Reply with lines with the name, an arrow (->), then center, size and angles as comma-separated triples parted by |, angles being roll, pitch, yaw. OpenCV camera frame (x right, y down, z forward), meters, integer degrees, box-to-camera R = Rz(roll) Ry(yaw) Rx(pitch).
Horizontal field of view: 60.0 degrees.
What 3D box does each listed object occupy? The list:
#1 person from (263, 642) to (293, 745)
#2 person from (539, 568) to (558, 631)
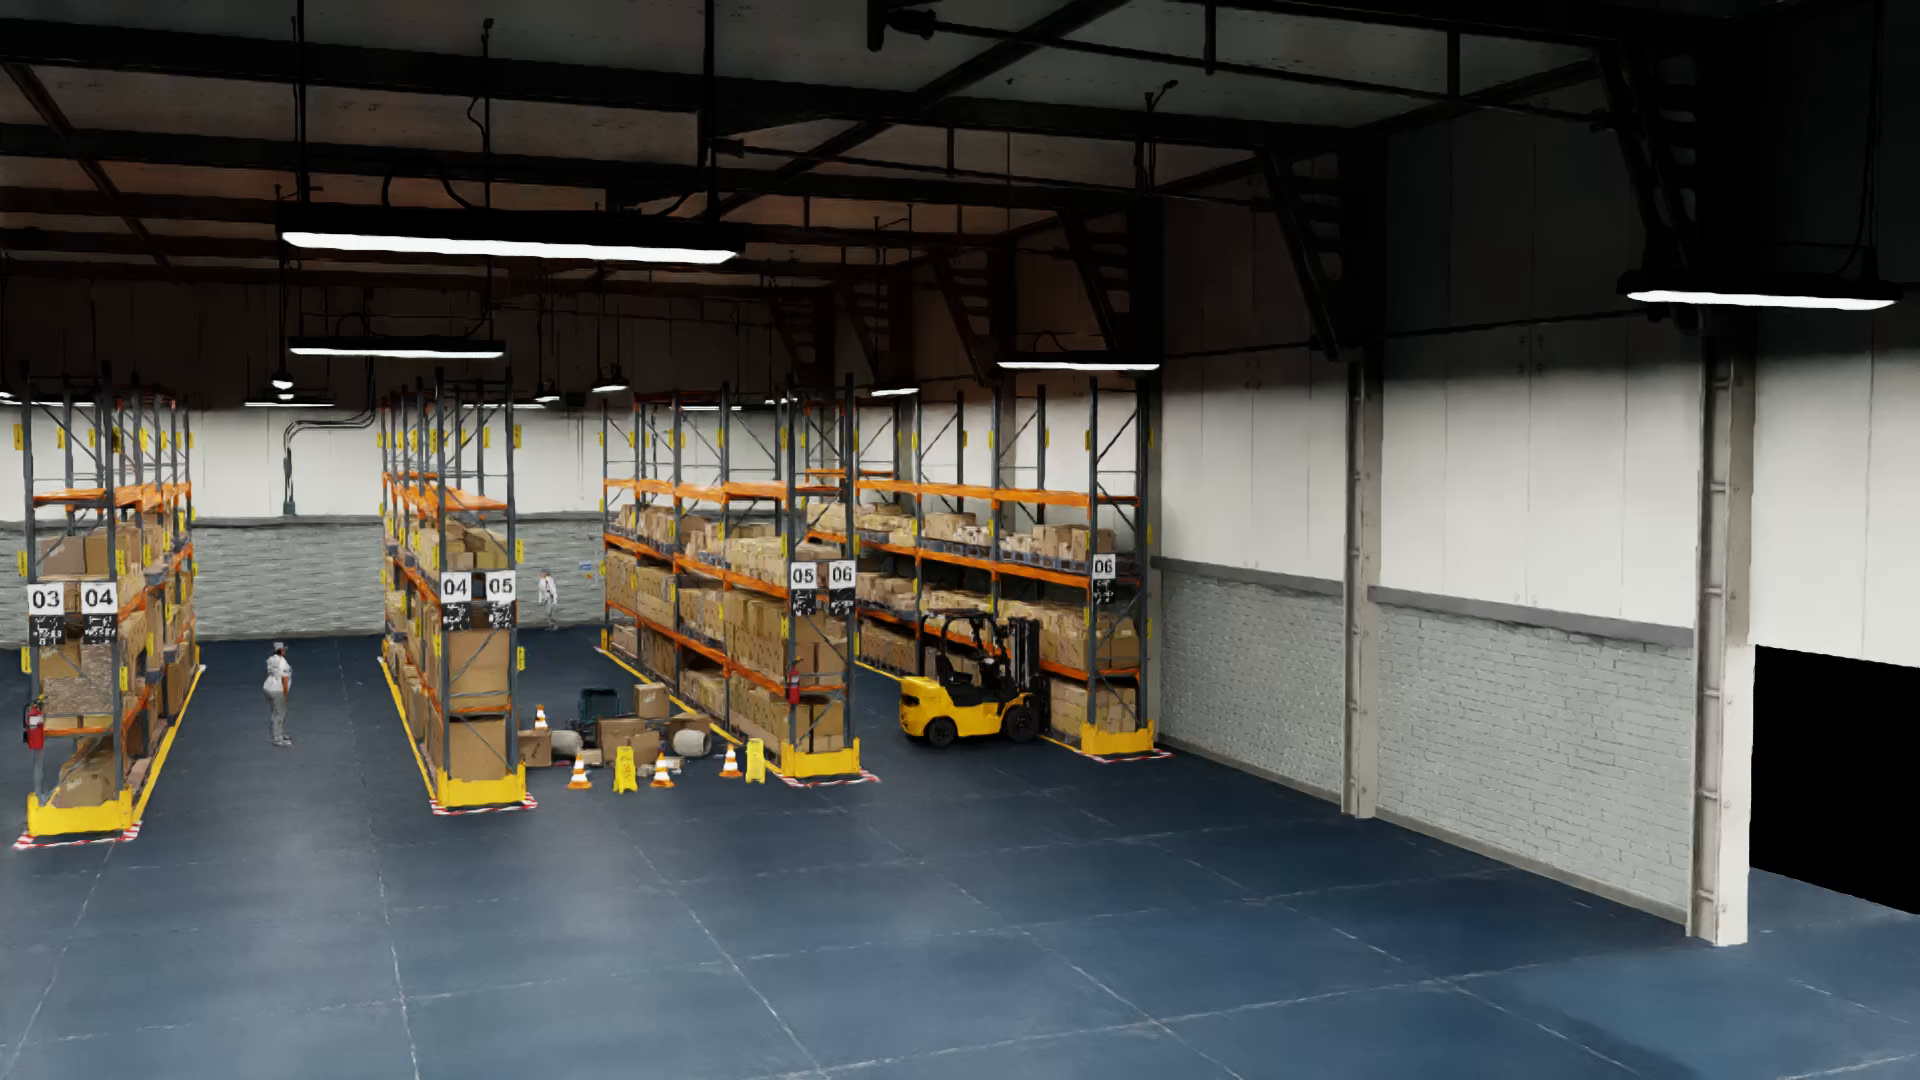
person -> -11.199, 2.510, 27.409 | 0.578, 1.673, 0.463 | 3, 5, 40
person -> -10.793, 1.547, 43.564 | 0.576, 1.658, 0.412 | 2, 4, 31
